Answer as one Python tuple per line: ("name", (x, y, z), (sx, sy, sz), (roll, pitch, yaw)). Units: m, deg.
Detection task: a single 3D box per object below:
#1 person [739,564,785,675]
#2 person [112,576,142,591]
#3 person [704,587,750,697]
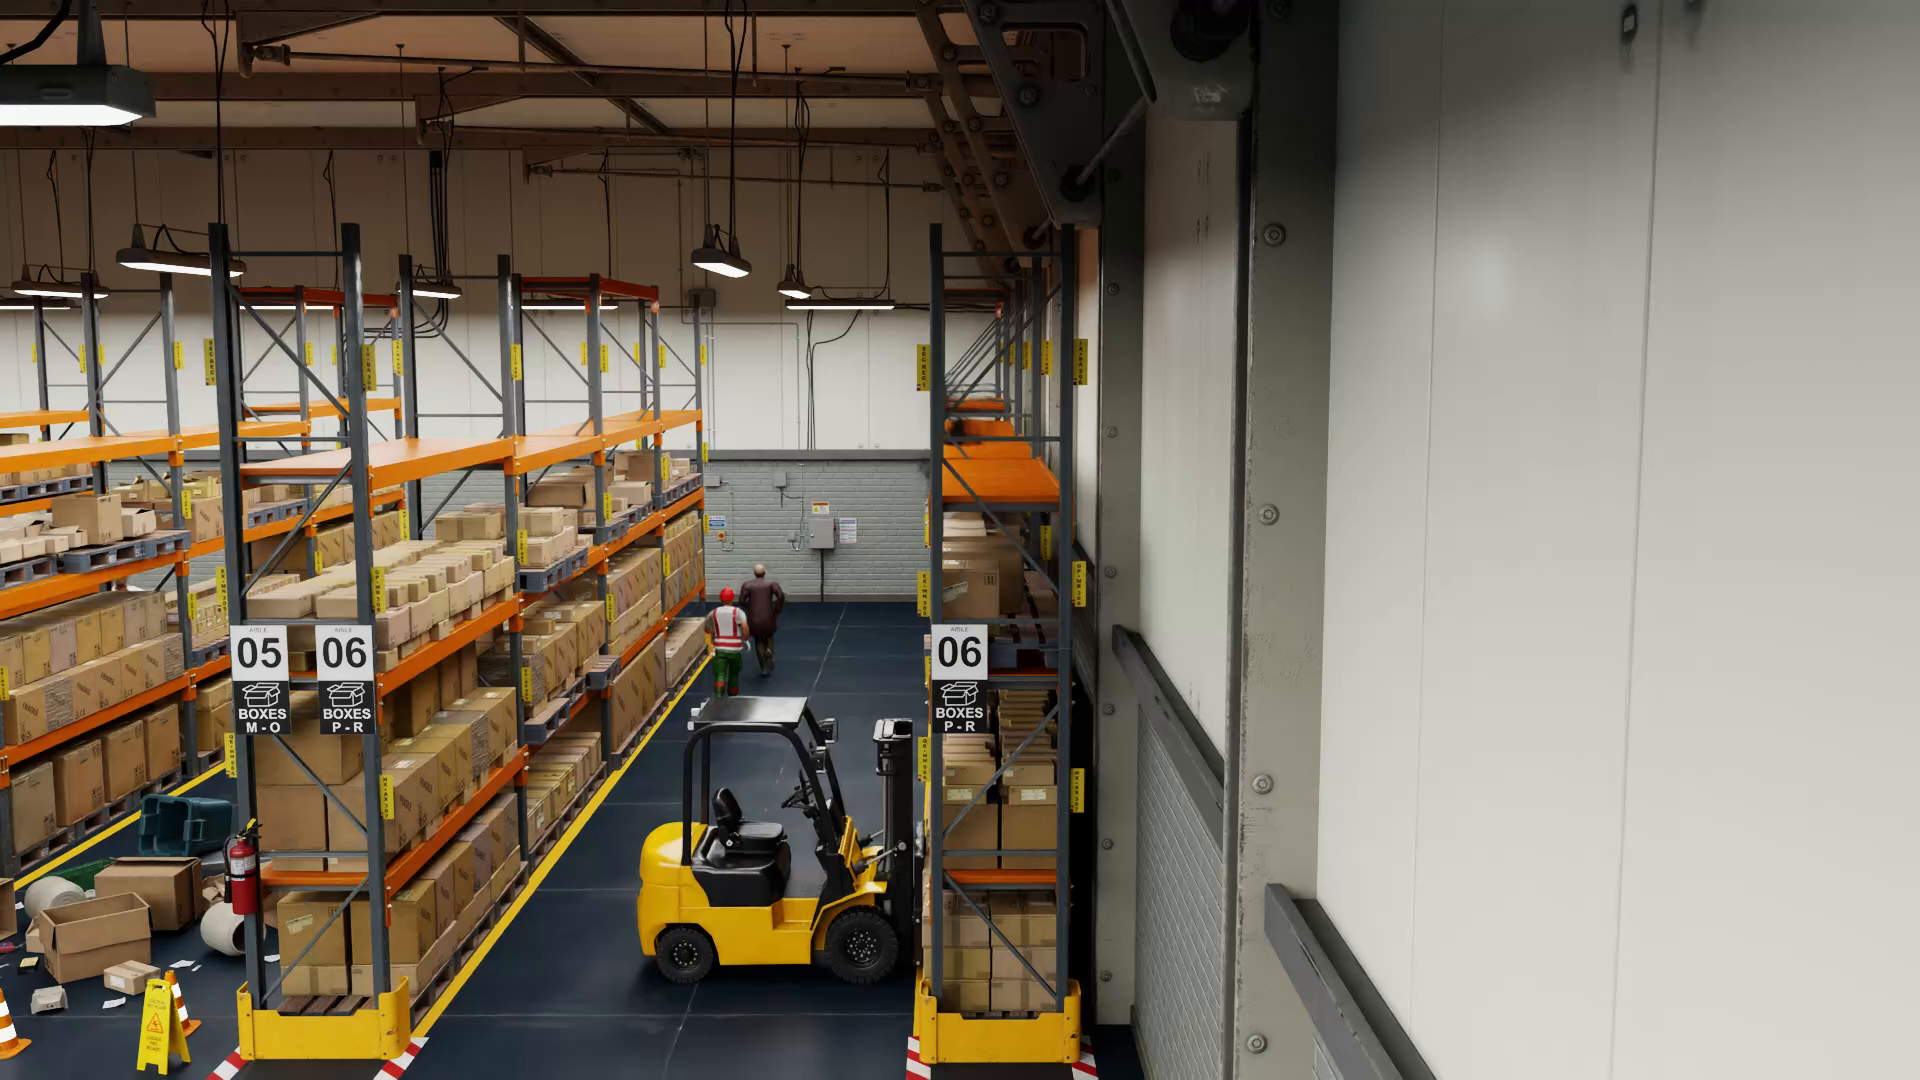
("person", (-3.131, 1.243, 26.279), (0.715, 1.734, 0.624), (-1, 7, -9))
("person", (-12.882, 1.319, 25.603), (0.716, 1.749, 0.645), (-2, 7, -13))
("person", (-3.249, 1.545, 23.200), (0.661, 1.768, 0.993), (0, 7, 0))
